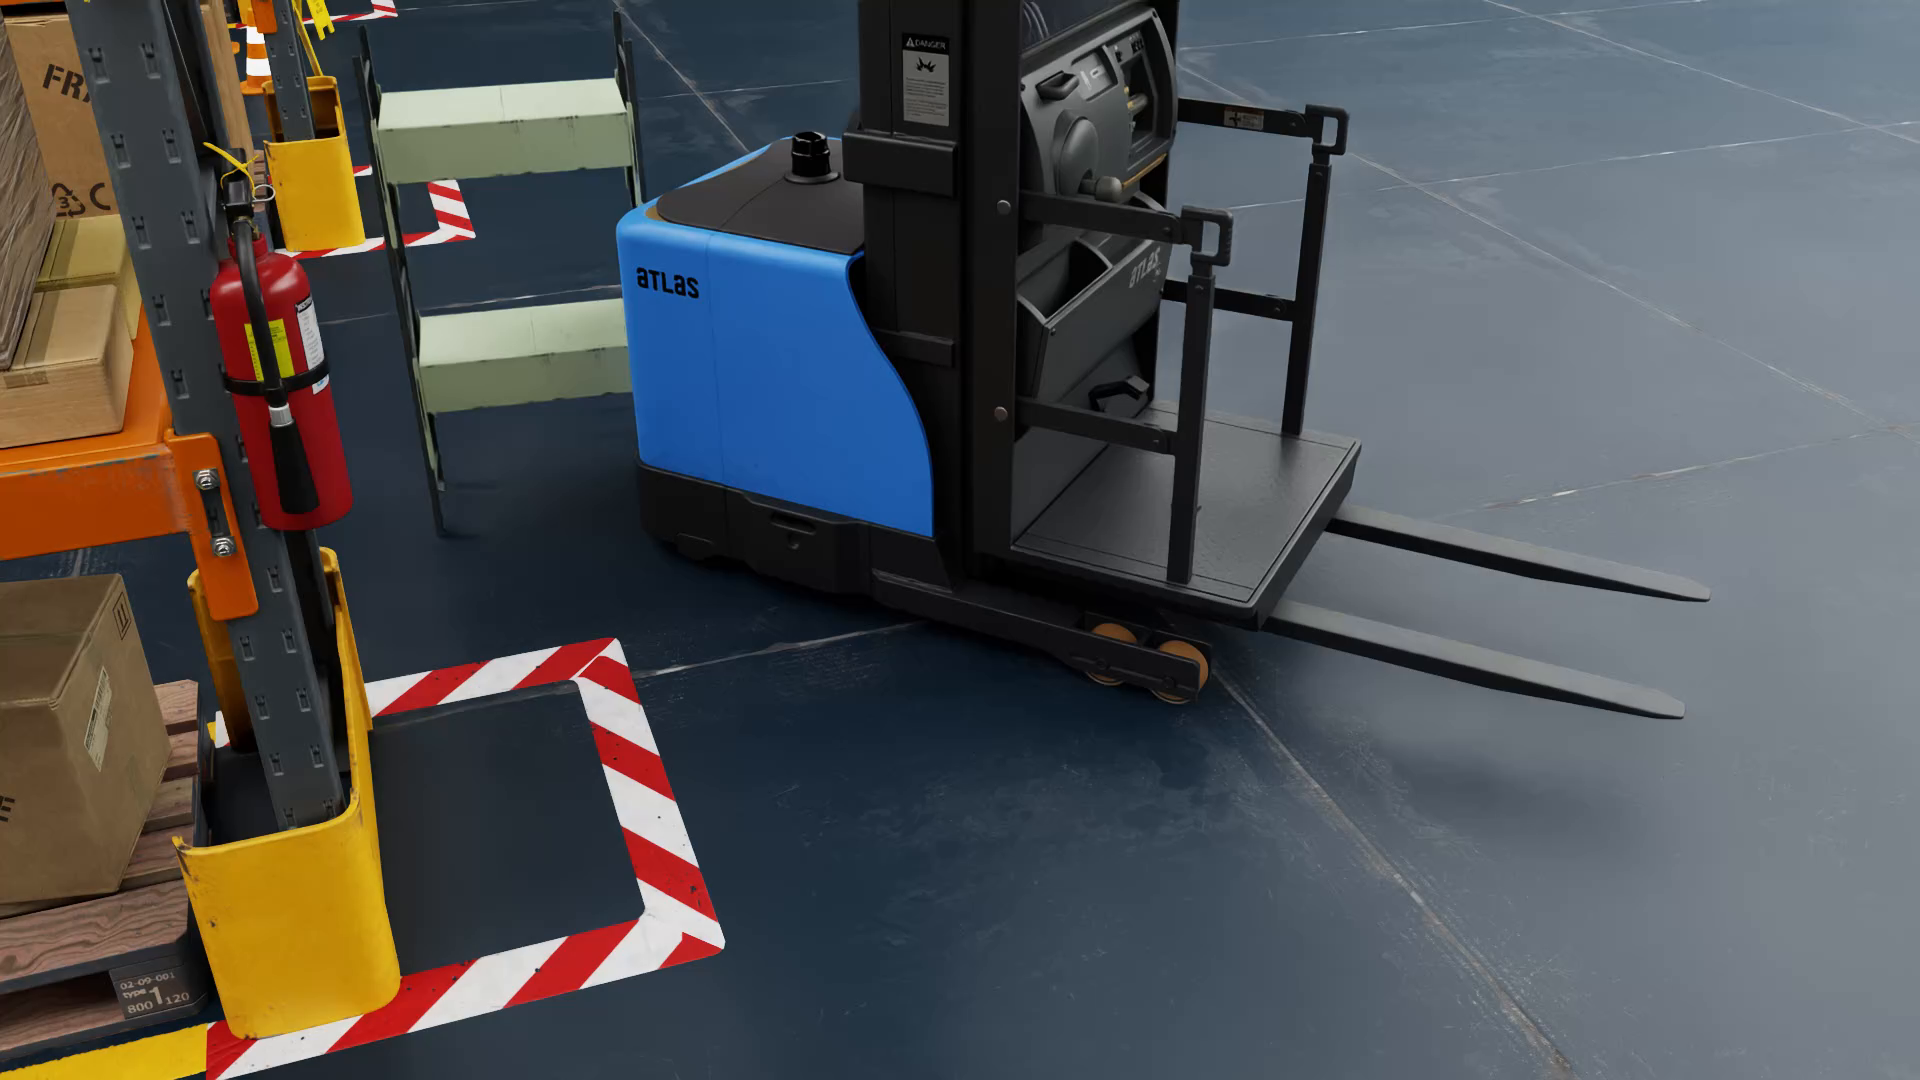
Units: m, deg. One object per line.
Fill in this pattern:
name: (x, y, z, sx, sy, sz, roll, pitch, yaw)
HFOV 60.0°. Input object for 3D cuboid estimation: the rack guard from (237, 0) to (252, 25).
rack guard: (-5.002, -4.072, 11.893, 0.348, 0.500, 1.175, -10, 31, -18)

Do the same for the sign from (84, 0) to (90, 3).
sign: (-1.301, -0.953, 2.404, 0.005, 0.325, 0.100, -10, 31, -18)

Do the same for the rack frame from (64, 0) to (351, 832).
rack frame: (-1.476, -0.574, 3.227, 0.127, 3.000, 1.000, -10, 31, -18)

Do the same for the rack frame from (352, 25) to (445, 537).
rack frame: (-1.696, -0.759, 5.066, 0.023, 1.500, 0.400, -8, 30, -13)

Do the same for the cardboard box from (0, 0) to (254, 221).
cardboard box: (-3.723, -2.004, 7.460, 0.875, 0.875, 0.875, -10, 31, -17)

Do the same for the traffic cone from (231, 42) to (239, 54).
traffic cone: (-4.884, -3.397, 10.745, 0.334, 0.463, 0.336, -10, 31, -18)

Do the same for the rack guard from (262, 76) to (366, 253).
rack guard: (-3.088, -1.811, 7.923, 0.348, 0.500, 1.175, -10, 31, -18)

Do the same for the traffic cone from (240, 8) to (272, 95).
traffic cone: (-4.179, -2.940, 9.944, 0.334, 0.463, 0.336, -10, 31, -18)

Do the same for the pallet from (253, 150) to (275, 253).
pallet: (-3.832, -1.507, 7.681, 1.213, 0.211, 1.003, -10, 31, -18)

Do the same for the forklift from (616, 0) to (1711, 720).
forklift: (0.558, -1.133, 4.278, 3.031, 2.935, 1.130, 14, 33, 23)

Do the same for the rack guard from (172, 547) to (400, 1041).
rack guard: (-1.547, 0.525, 3.823, 0.348, 0.500, 1.175, -10, 31, -18)

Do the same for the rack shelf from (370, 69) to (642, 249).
rack shelf: (-1.343, -1.145, 4.956, 0.720, 0.370, 0.431, -8, 30, -13)

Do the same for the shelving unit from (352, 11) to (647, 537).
shelving unit: (-1.343, -0.806, 5.149, 0.755, 1.500, 0.431, -8, 30, -13)

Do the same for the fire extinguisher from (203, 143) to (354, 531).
fire extinguisher: (-1.208, -0.346, 2.906, 0.183, 0.674, 0.296, -10, 31, -18)

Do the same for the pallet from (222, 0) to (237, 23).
pallet: (-5.776, -3.823, 11.747, 1.213, 0.211, 1.003, -10, 31, -18)

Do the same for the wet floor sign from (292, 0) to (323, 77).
wet floor sign: (-3.774, -2.793, 9.501, 0.232, 0.644, 0.267, -16, 33, -26)

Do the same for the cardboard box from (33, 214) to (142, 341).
cardboard box: (-1.826, -0.526, 3.397, 0.250, 0.149, 0.380, -10, 31, -18)

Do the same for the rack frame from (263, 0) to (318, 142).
rack frame: (-3.110, -2.893, 7.297, 0.127, 3.000, 1.000, -10, 31, -18)

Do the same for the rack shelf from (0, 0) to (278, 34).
rack shelf: (-4.985, -2.235, 6.869, 4.000, 0.370, 1.077, -10, 31, -18)

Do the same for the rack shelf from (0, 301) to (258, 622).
rack shelf: (-3.350, 0.084, 2.799, 4.000, 0.370, 1.077, -10, 31, -18)

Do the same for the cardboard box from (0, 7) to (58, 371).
cardboard box: (-2.001, -0.664, 2.984, 0.500, 0.500, 0.875, -10, 31, -18)

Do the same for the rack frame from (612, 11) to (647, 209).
rack frame: (-0.990, -0.853, 5.232, 0.023, 1.500, 0.400, -8, 30, -13)

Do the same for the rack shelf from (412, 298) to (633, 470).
rack shelf: (-1.343, -0.522, 5.310, 0.720, 0.370, 0.431, -8, 30, -13)

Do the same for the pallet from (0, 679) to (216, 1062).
pallet: (-2.320, 0.775, 3.677, 1.213, 0.211, 1.003, -10, 31, -18)

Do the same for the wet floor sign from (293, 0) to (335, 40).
wet floor sign: (-4.380, -3.685, 11.066, 0.232, 0.644, 0.267, 0, 30, 0)

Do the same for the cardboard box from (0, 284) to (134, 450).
cardboard box: (-1.671, -0.320, 3.035, 0.250, 0.149, 0.380, -10, 31, -18)

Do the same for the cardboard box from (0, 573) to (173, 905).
cardboard box: (-2.067, 0.430, 3.566, 0.500, 0.500, 0.500, -5, 30, -8)
